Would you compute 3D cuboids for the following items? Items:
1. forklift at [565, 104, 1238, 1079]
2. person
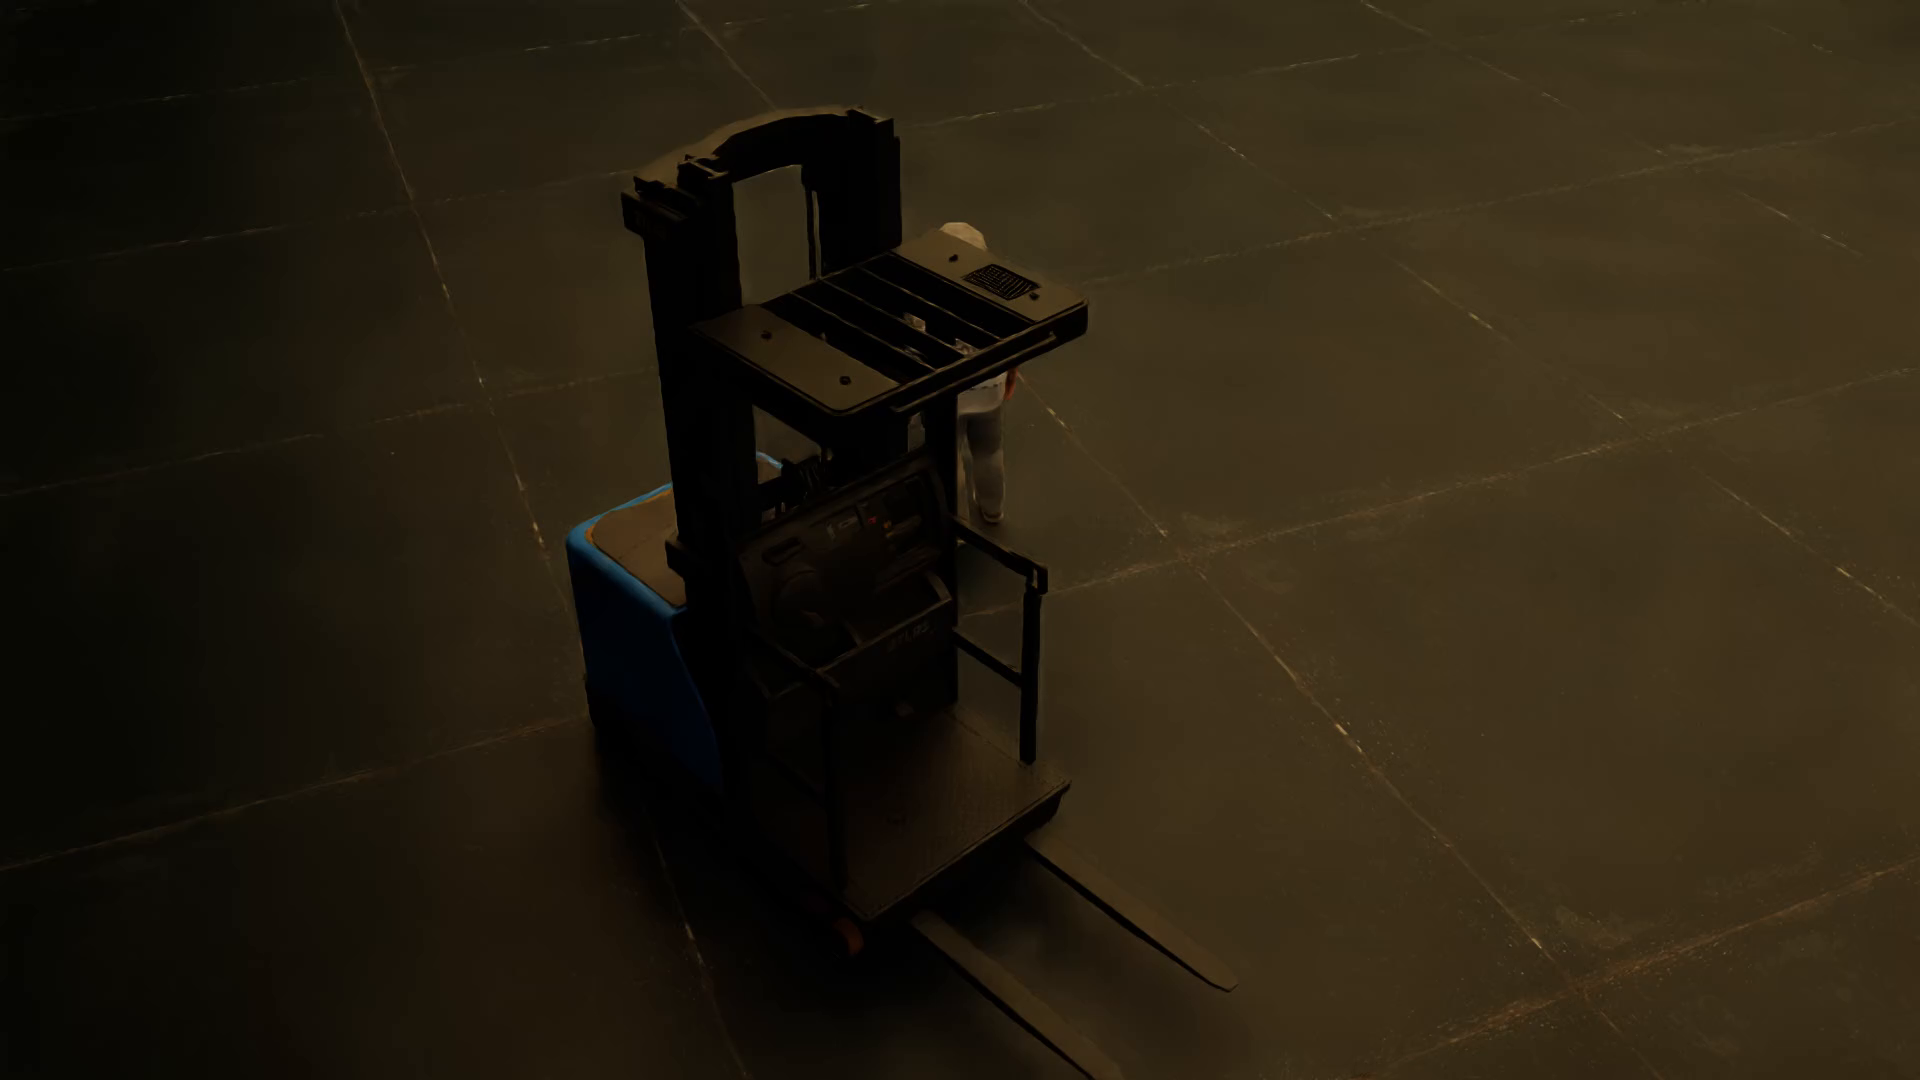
[{"bbox_3d":[-0.269,0.074,5.995,1.130,2.935,3.031,-28,44,-34],"label":"forklift"},{"bbox_3d":[-0.019,-0.777,8.169,0.640,1.781,0.574,-14,38,-19],"label":"person"}]
